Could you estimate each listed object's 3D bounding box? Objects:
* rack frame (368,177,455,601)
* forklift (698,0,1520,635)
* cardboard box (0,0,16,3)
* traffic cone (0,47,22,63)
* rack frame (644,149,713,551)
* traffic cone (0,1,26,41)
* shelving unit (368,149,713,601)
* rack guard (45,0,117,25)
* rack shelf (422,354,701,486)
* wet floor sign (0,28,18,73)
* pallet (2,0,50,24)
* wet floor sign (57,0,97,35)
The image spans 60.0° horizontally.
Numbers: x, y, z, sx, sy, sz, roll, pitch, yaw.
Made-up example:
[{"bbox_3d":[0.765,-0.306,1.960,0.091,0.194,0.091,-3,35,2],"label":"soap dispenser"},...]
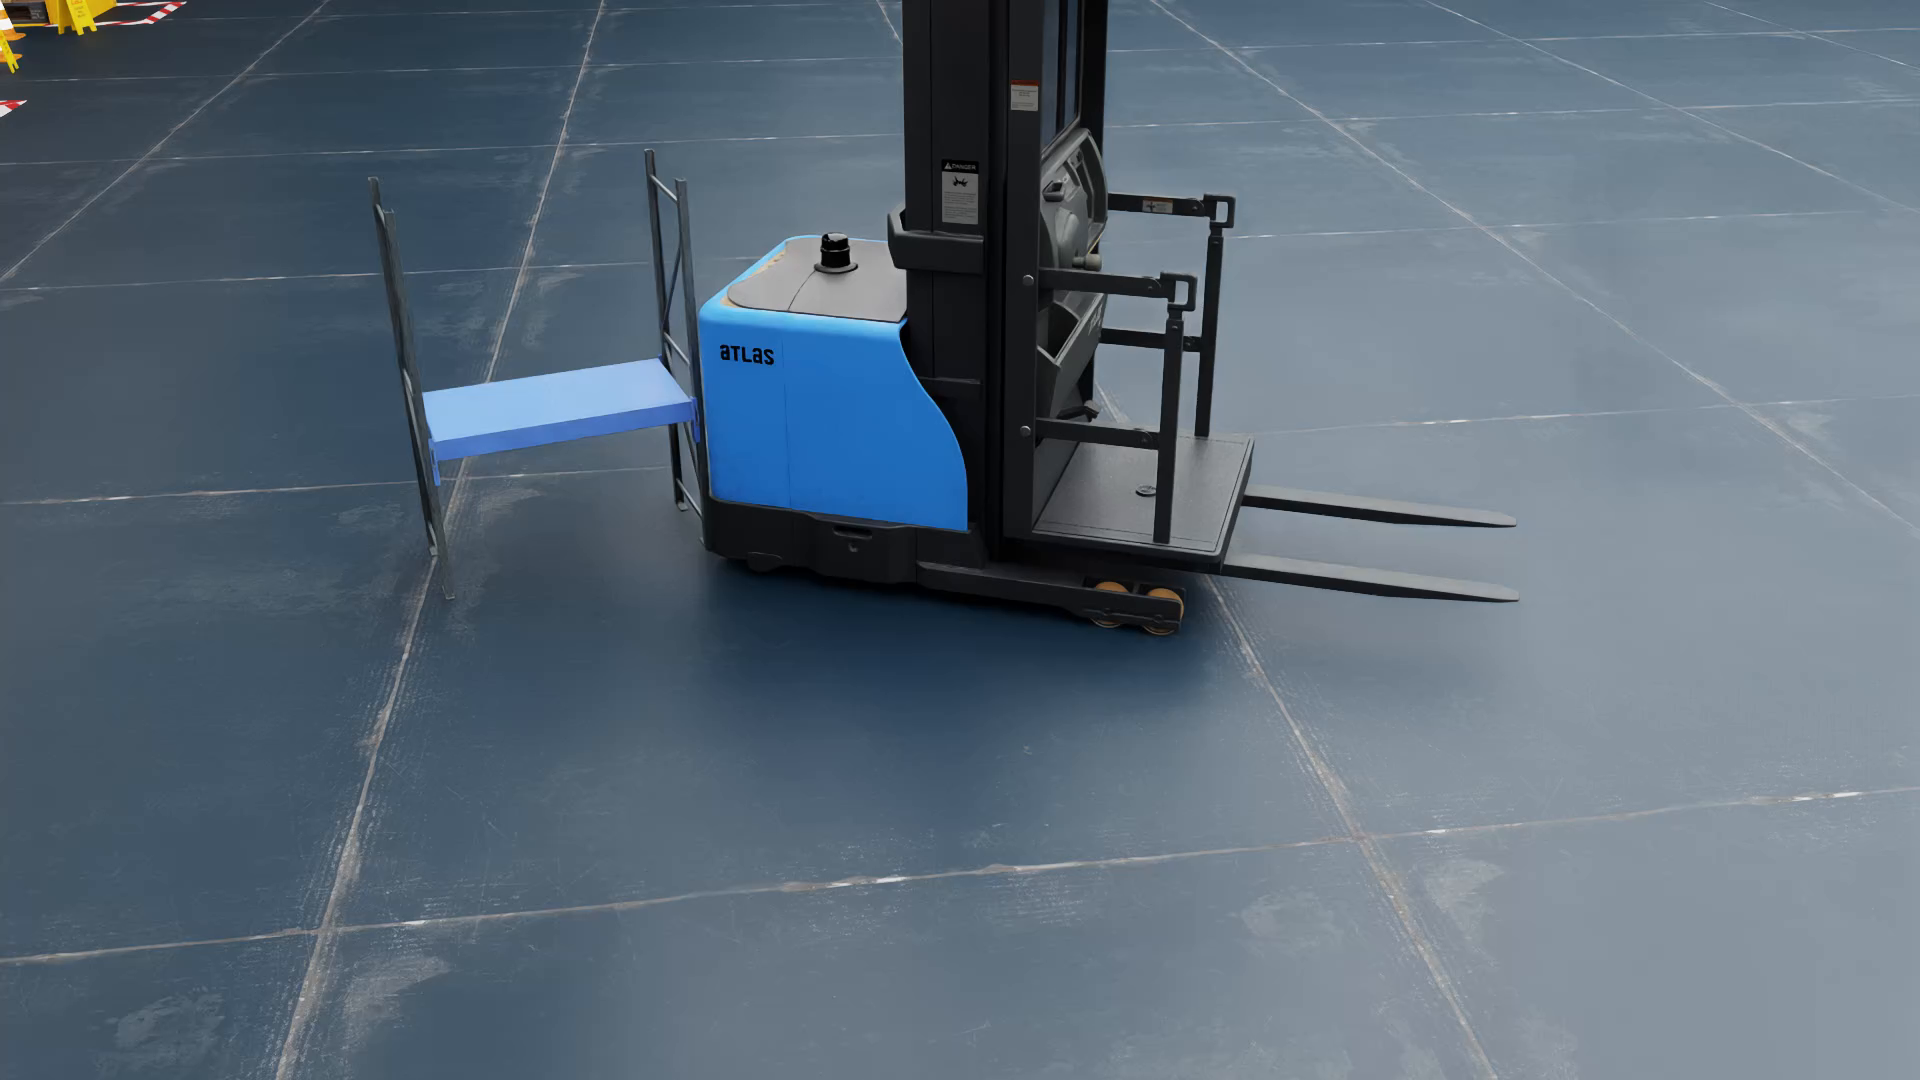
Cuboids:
[{"bbox_3d":[-2.031,-0.544,6.168,0.032,1.500,0.500,-11,29,-21],"label":"rack frame"},{"bbox_3d":[0.600,-1.227,5.931,3.031,2.935,1.130,7,28,14],"label":"forklift"},{"bbox_3d":[-9.963,-5.682,17.091,0.500,0.250,0.500,-4,27,-7],"label":"cardboard box"},{"bbox_3d":[-8.931,-4.674,15.352,0.334,0.463,0.336,-4,27,-7],"label":"traffic cone"},{"bbox_3d":[-1.100,-0.731,6.531,0.032,1.500,0.500,-11,29,-21],"label":"rack frame"},{"bbox_3d":[-9.422,-5.154,16.288,0.334,0.463,0.336,-4,27,-7],"label":"traffic cone"},{"bbox_3d":[-1.566,-0.638,6.350,1.048,1.500,0.538,-11,29,-21],"label":"shelving unit"},{"bbox_3d":[-9.251,-5.776,17.460,0.348,0.500,1.175,-4,27,-7],"label":"rack guard"},{"bbox_3d":[-1.566,-0.478,6.432,1.000,0.185,0.538,-11,29,-21],"label":"rack shelf"},{"bbox_3d":[-8.633,-4.512,14.836,0.232,0.644,0.267,-8,28,-16],"label":"wet floor sign"},{"bbox_3d":[-10.061,-5.612,17.457,1.213,0.211,1.003,-4,27,-7],"label":"pallet"},{"bbox_3d":[-8.839,-5.374,16.517,0.232,0.644,0.267,6,28,11],"label":"wet floor sign"}]
